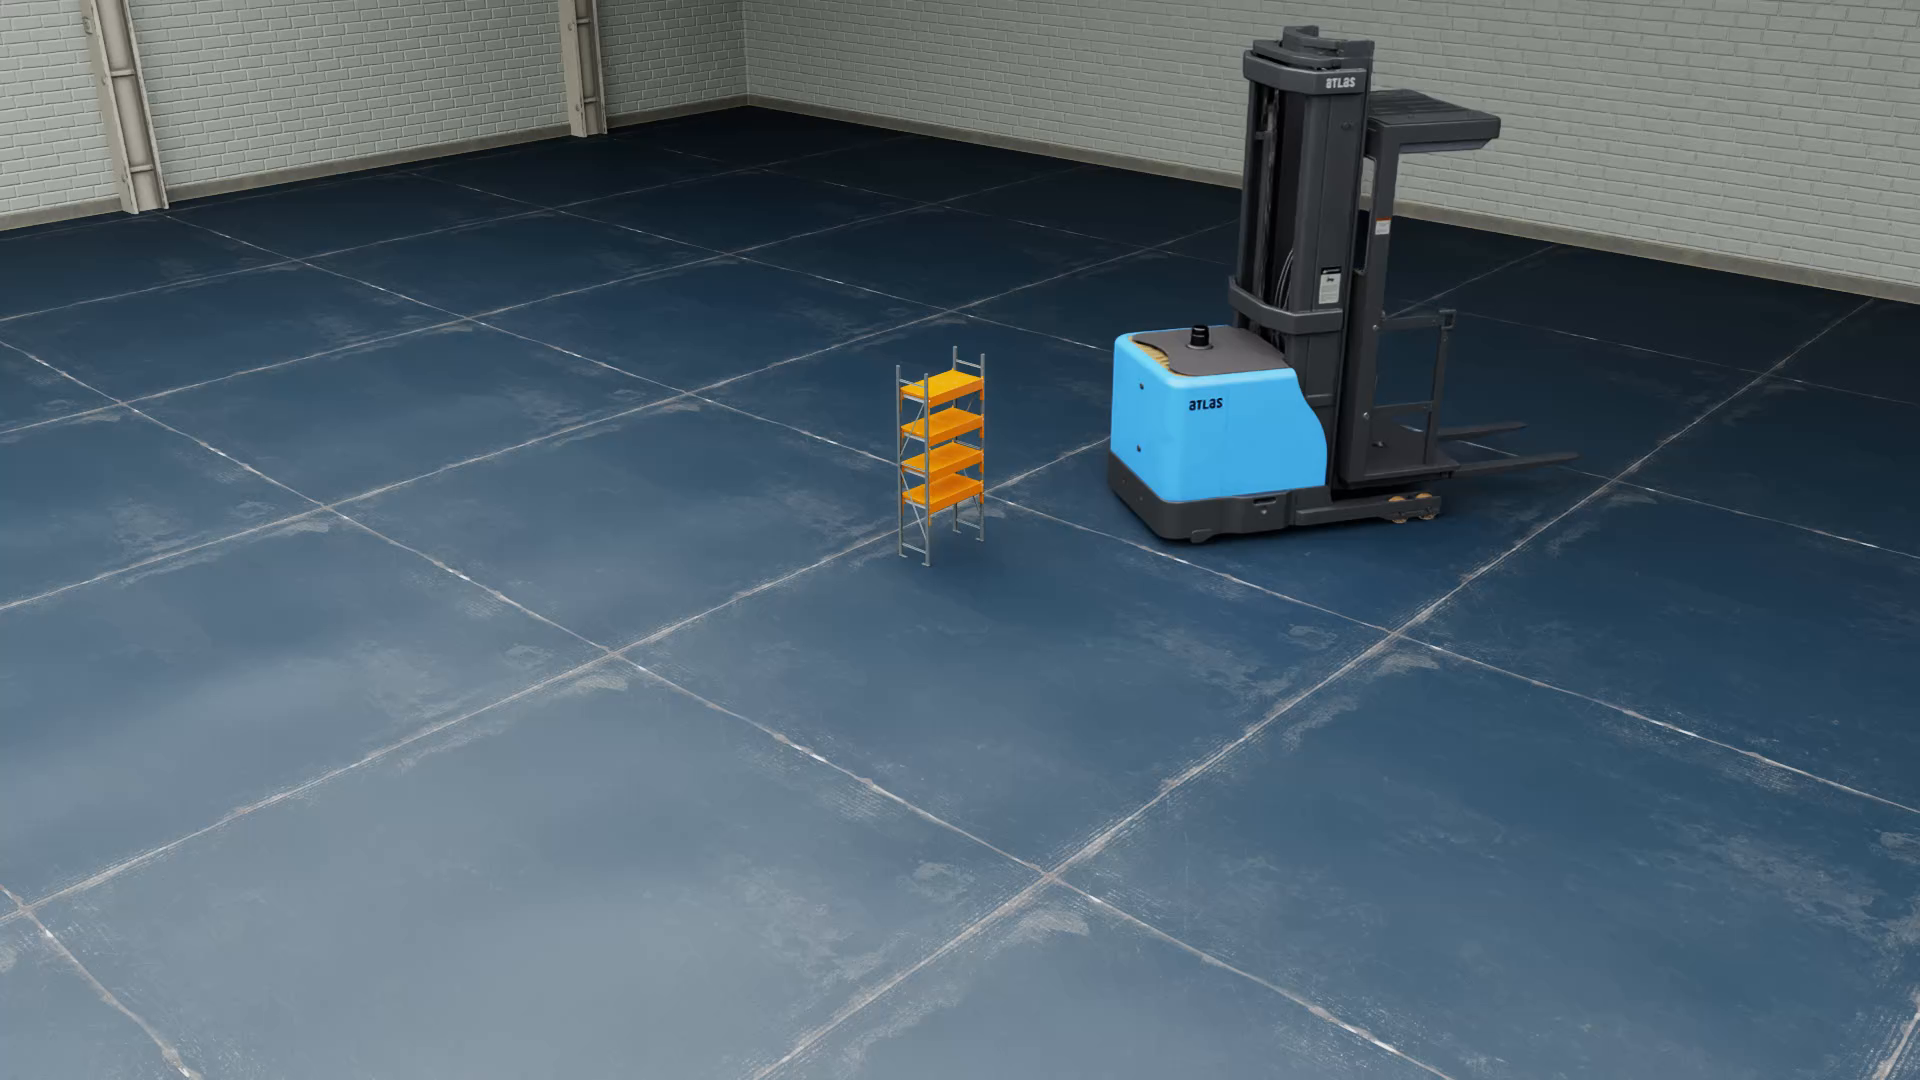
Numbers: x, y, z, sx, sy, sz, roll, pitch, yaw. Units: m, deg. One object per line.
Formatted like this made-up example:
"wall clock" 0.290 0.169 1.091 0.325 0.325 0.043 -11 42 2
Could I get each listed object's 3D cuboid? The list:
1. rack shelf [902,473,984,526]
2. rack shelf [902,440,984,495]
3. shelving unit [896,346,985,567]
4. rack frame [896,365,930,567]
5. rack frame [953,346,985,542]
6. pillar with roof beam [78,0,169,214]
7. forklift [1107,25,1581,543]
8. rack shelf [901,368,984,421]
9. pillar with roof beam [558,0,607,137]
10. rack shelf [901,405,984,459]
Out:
"rack shelf" -0.110 -0.254 10.001 0.258 0.148 0.480 20 31 38
"rack shelf" -0.110 -0.436 9.920 0.258 0.148 0.480 20 31 38
"shelving unit" -0.110 -0.497 9.892 0.258 1.200 0.503 20 31 38
"rack frame" -0.273 -0.423 9.726 0.240 1.200 0.015 20 31 38
"rack frame" 0.052 -0.571 10.058 0.240 1.200 0.015 20 31 38
"pillar with roof beam" -5.822 -6.601 13.973 9.100 9.000 0.400 20 31 38
"forklift" 2.539 -1.644 10.333 3.031 2.935 1.130 -7 25 -15
"rack shelf" -0.110 -0.856 9.731 0.258 0.148 0.480 20 31 38
"pillar with roof beam" -1.818 -8.429 18.050 9.100 9.000 0.400 20 31 38
"rack shelf" -0.110 -0.640 9.828 0.258 0.148 0.480 20 31 38
